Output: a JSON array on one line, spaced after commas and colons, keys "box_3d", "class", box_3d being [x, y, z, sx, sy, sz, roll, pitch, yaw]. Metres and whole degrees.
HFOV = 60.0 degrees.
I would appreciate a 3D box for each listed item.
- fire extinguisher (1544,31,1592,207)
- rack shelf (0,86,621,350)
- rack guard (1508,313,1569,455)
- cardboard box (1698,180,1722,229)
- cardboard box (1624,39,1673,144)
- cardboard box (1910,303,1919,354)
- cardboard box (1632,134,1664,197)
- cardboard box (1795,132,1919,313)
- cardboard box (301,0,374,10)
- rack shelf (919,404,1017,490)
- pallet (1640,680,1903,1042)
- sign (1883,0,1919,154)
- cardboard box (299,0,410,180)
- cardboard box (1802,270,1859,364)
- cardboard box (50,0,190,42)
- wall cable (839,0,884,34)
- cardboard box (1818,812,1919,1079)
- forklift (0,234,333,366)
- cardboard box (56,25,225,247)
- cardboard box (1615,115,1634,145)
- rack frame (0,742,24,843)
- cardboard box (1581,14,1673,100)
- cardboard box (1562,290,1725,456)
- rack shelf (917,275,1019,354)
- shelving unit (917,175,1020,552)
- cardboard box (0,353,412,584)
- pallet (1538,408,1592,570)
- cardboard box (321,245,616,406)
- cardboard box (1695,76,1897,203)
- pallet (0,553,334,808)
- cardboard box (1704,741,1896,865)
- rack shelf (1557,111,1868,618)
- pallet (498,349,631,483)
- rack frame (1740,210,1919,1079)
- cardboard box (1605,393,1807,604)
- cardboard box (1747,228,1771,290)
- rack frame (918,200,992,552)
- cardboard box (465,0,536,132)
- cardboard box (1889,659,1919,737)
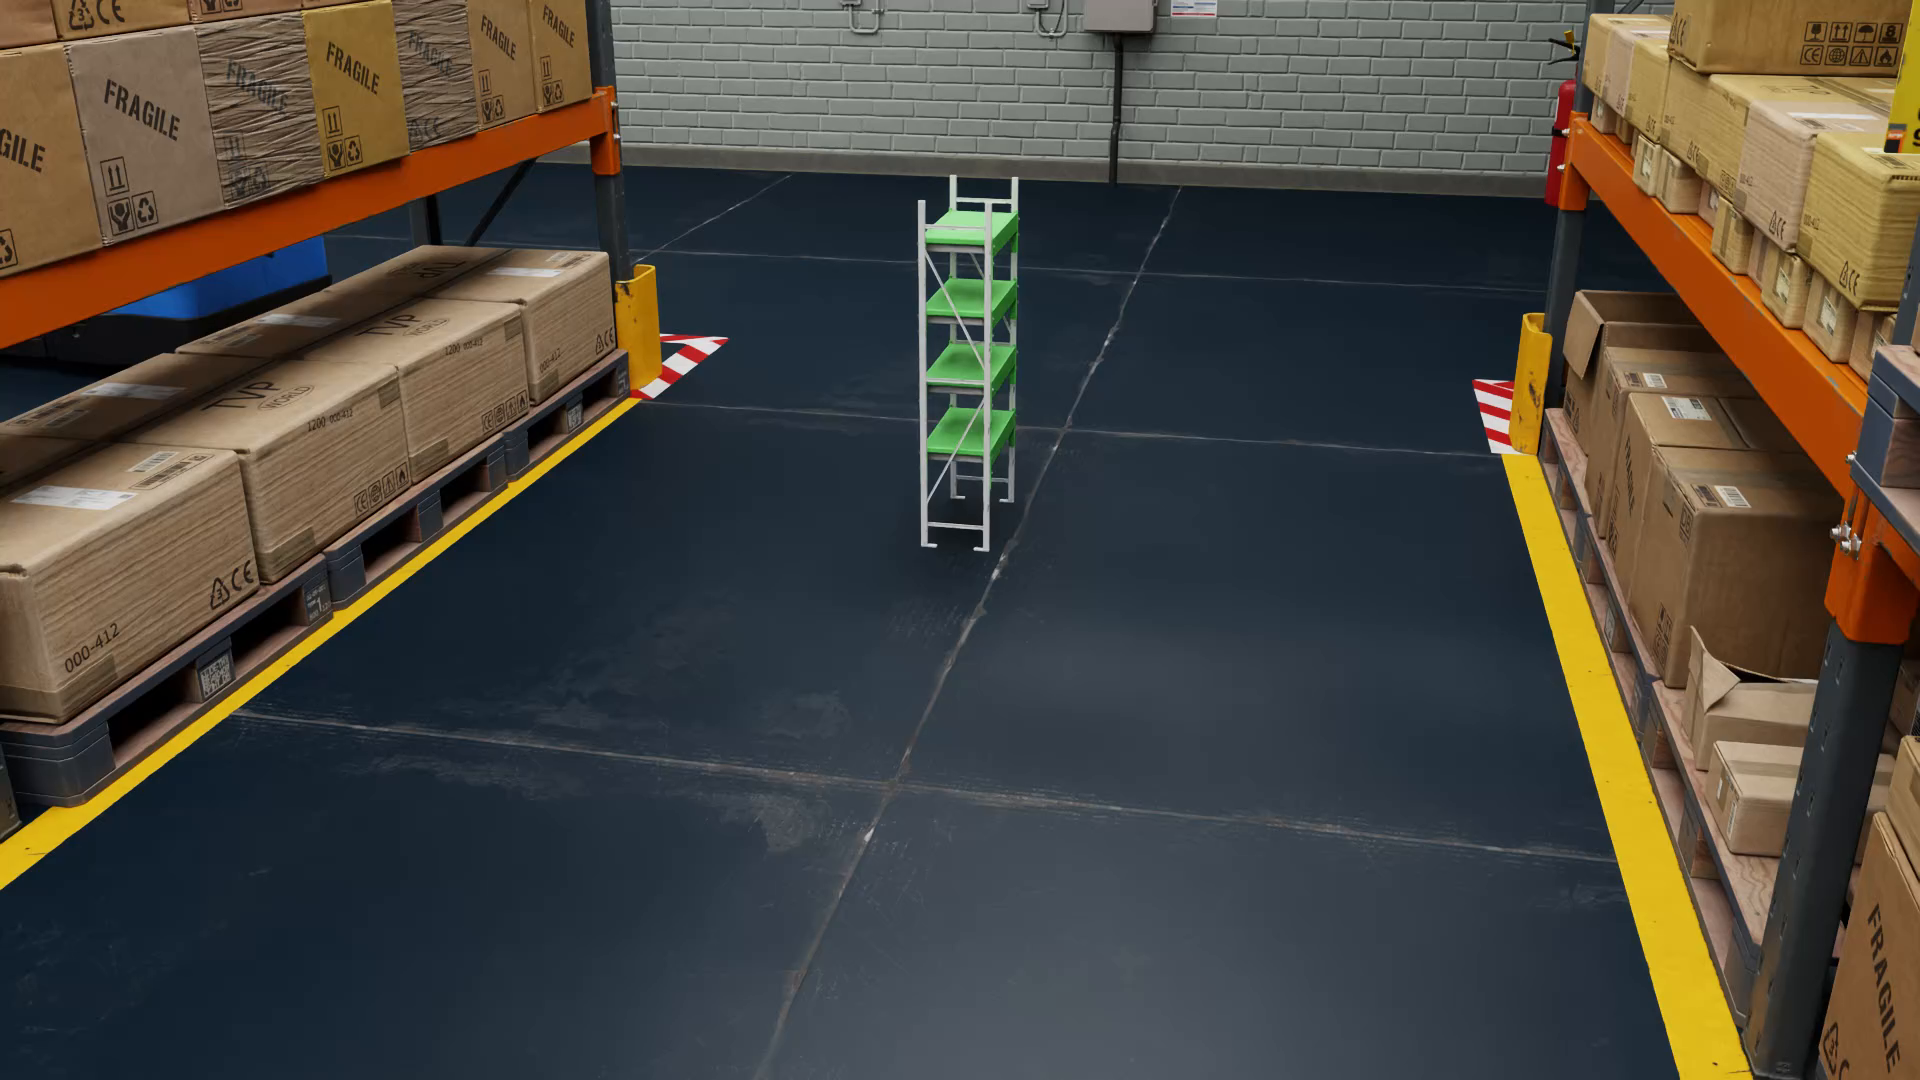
[{"box_3d": [2.443, -1.666, 6.577, 0.296, 0.674, 0.183, 4, 22, 11], "class": "fire extinguisher"}, {"box_3d": [-2.403, -1.098, 5.527, 1.077, 0.370, 4.000, 4, 22, 11], "class": "rack shelf"}, {"box_3d": [2.850, -0.598, 6.670, 1.175, 0.500, 0.348, 4, 22, 11], "class": "rack guard"}, {"box_3d": [2.199, -0.905, 4.422, 0.380, 0.149, 0.250, 4, 22, 11], "class": "cardboard box"}, {"box_3d": [2.306, -1.339, 4.965, 0.500, 0.250, 0.500, 4, 22, 10], "class": "cardboard box"}, {"box_3d": [1.731, -0.404, 2.146, 0.700, 0.500, 0.500, 5, 22, 12], "class": "cardboard box"}, {"box_3d": [2.218, -1.102, 4.912, 0.380, 0.149, 0.250, 4, 22, 9], "class": "cardboard box"}, {"box_3d": [1.914, -0.596, 3.121, 0.500, 0.250, 0.500, 5, 22, 12], "class": "cardboard box"}, {"box_3d": [-2.147, -1.921, 5.135, 0.500, 0.500, 0.500, 4, 22, 11], "class": "cardboard box"}, {"box_3d": [0.034, -0.335, 5.893, 0.258, 0.148, 0.480, 4, 22, 11], "class": "rack shelf"}, {"box_3d": [2.190, 0.720, 3.784, 1.003, 0.211, 1.213, 4, 22, 11], "class": "pallet"}, {"box_3d": [1.516, -0.763, 2.574, 0.100, 0.325, 0.005, 4, 22, 11], "class": "sign"}, {"box_3d": [-2.139, -1.451, 5.308, 0.500, 0.500, 0.500, 5, 22, 13], "class": "cardboard box"}, {"box_3d": [1.899, -0.439, 3.265, 0.380, 0.149, 0.250, 5, 22, 12], "class": "cardboard box"}, {"box_3d": [-2.368, -1.550, 4.215, 0.500, 0.500, 0.500, 4, 22, 10], "class": "cardboard box"}, {"box_3d": [-0.867, -4.712, 12.138, 0.585, 1.953, 0.123, 4, 22, 11], "class": "wall cable"}, {"box_3d": [1.730, 0.802, 2.632, 0.500, 0.500, 0.500, 5, 23, 13], "class": "cardboard box"}, {"box_3d": [-4.725, -2.413, 7.922, 3.031, 2.935, 1.130, 7, 23, 17], "class": "forklift"}, {"box_3d": [-2.352, -1.082, 4.390, 0.500, 0.500, 0.500, 5, 22, 11], "class": "cardboard box"}, {"box_3d": [2.523, -1.473, 5.833, 0.380, 0.149, 0.250, 5, 22, 12], "class": "cardboard box"}, {"box_3d": [-2.811, -0.700, 3.576, 1.000, 3.000, 0.127, 4, 22, 11], "class": "rack frame"}, {"box_3d": [2.509, -1.709, 5.884, 0.500, 0.250, 0.500, 5, 22, 11], "class": "cardboard box"}, {"box_3d": [2.648, -0.606, 6.123, 0.797, 0.503, 0.637, 4, 22, 9], "class": "cardboard box"}, {"box_3d": [0.034, -0.780, 5.714, 0.258, 0.148, 0.480, 4, 22, 11], "class": "rack shelf"}, {"box_3d": [0.034, -0.617, 5.780, 0.258, 1.200, 0.503, 4, 22, 11], "class": "shelving unit"}, {"box_3d": [-2.396, -0.255, 5.339, 0.875, 0.438, 0.875, 4, 22, 9], "class": "cardboard box"}, {"box_3d": [2.688, -0.173, 6.000, 1.003, 0.211, 1.213, 4, 22, 11], "class": "pallet"}, {"box_3d": [-2.032, -0.920, 6.990, 0.875, 0.438, 0.875, 4, 22, 9], "class": "cardboard box"}, {"box_3d": [2.116, -0.962, 4.029, 0.500, 0.250, 0.500, 4, 22, 11], "class": "cardboard box"}, {"box_3d": [-2.579, 0.322, 4.773, 1.003, 0.211, 1.213, 4, 22, 11], "class": "pallet"}, {"box_3d": [1.875, 0.579, 3.656, 0.380, 0.149, 0.250, 4, 22, 9], "class": "cardboard box"}, {"box_3d": [2.457, -0.721, 4.590, 1.077, 0.370, 4.000, 4, 22, 11], "class": "rack shelf"}, {"box_3d": [-2.081, -0.571, 6.988, 1.003, 0.211, 1.213, 4, 22, 11], "class": "pallet"}, {"box_3d": [2.049, -0.323, 2.640, 1.000, 3.000, 0.127, 4, 22, 11], "class": "rack frame"}, {"box_3d": [2.229, -0.109, 4.893, 0.500, 0.500, 0.500, 5, 22, 12], "class": "cardboard box"}, {"box_3d": [2.008, -0.630, 3.738, 0.380, 0.149, 0.250, 5, 22, 12], "class": "cardboard box"}, {"box_3d": [-0.016, -0.528, 5.558, 0.240, 1.200, 0.015, 4, 22, 11], "class": "rack frame"}, {"box_3d": [-1.951, -1.830, 6.249, 0.500, 0.500, 0.500, 4, 22, 10], "class": "cardboard box"}, {"box_3d": [2.504, 0.423, 4.043, 0.380, 0.149, 0.250, 4, 22, 10], "class": "cardboard box"}]
